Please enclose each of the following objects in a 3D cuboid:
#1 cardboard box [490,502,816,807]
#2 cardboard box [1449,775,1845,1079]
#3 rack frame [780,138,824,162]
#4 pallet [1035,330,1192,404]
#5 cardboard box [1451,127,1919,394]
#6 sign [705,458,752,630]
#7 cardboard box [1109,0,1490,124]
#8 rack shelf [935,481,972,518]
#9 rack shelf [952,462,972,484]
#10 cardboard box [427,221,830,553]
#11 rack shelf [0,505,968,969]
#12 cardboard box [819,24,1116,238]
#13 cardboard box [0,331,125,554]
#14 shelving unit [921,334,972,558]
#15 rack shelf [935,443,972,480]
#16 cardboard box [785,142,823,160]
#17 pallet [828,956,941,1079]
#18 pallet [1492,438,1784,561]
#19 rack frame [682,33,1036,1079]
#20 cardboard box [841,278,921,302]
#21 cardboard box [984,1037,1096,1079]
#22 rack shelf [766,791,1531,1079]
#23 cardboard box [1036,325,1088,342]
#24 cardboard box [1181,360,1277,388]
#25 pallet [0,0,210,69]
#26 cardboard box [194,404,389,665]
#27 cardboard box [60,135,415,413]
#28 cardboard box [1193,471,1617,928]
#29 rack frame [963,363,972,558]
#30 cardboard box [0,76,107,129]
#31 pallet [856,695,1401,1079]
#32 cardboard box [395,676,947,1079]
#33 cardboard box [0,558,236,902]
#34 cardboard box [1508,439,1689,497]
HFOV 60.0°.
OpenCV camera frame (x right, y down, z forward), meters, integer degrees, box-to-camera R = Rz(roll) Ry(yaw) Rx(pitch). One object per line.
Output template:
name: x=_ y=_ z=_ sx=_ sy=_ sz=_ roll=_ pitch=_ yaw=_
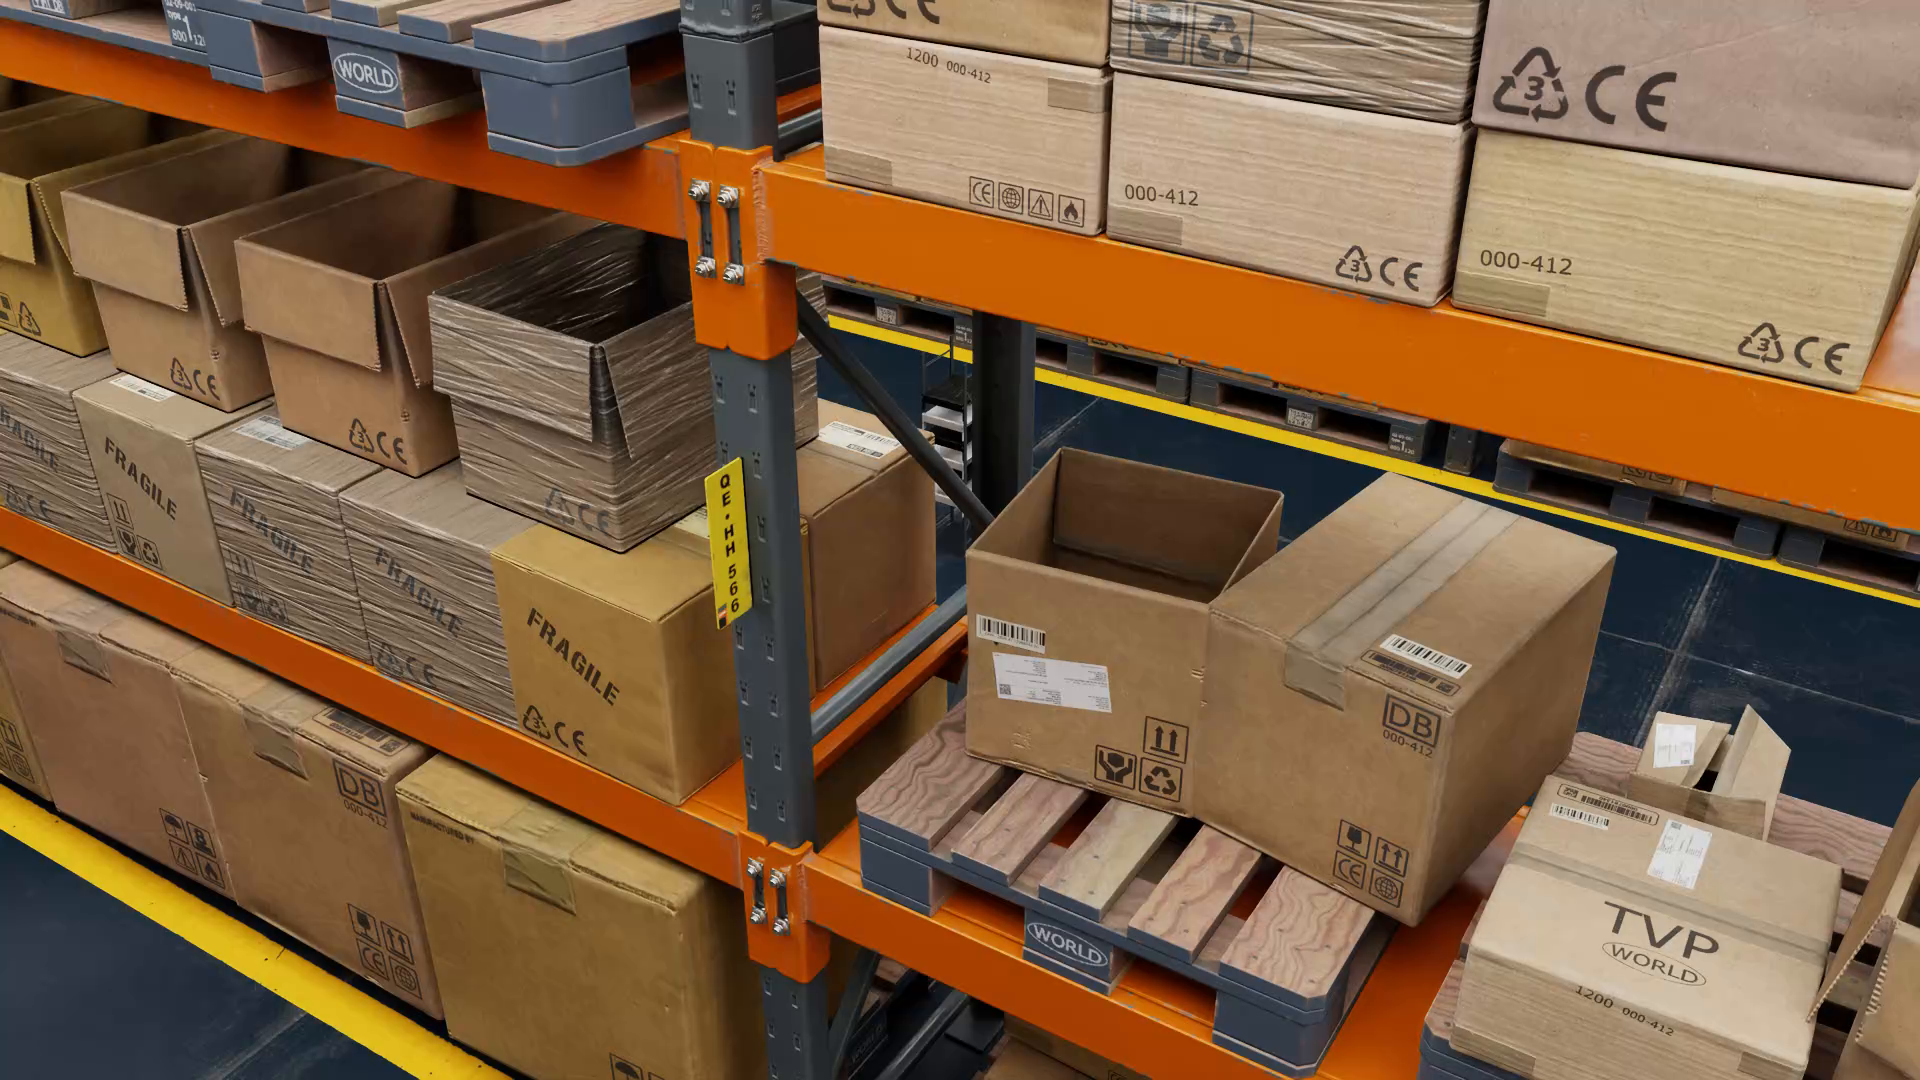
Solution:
cardboard box: x=-0.689 y=0.202 z=3.827 sx=0.500 sy=0.500 sz=0.500 roll=19 pitch=35 yaw=29
cardboard box: x=1.158 y=0.702 z=2.801 sx=0.500 sy=0.250 sz=0.500 roll=17 pitch=34 yaw=26
rack frame: x=-0.804 y=-2.890 z=9.226 sx=0.127 sy=3.000 sz=1.000 roll=18 pitch=35 yaw=27
pallet: x=0.893 y=-1.151 z=9.013 sx=1.213 sy=0.211 sz=1.003 roll=18 pitch=35 yaw=27
cardboard box: x=0.999 y=-0.453 z=2.222 sx=0.500 sy=0.250 sz=0.500 roll=18 pitch=35 yaw=28
sign: x=-0.431 y=0.009 z=3.108 sx=0.005 sy=0.325 sz=0.100 roll=18 pitch=35 yaw=27
cardboard box: x=0.550 y=-0.910 z=2.261 sx=0.500 sy=0.500 sz=0.500 roll=18 pitch=35 yaw=28
rack shelf: x=-0.007 y=-0.207 z=7.134 sx=0.200 sy=0.077 sz=0.258 roll=18 pitch=35 yaw=27
rack shelf: x=-0.007 y=-0.284 z=7.089 sx=0.200 sy=0.077 sz=0.258 roll=18 pitch=35 yaw=27
cardboard box: x=-0.749 y=-0.407 z=3.877 sx=0.637 sy=0.503 sz=0.797 roll=19 pitch=35 yaw=29
rack shelf: x=-1.833 y=0.047 z=4.907 sx=4.000 sy=0.370 sz=1.077 roll=18 pitch=35 yaw=27
cardboard box: x=0.124 y=-0.724 z=2.687 sx=0.500 sy=0.250 sz=0.500 roll=18 pitch=35 yaw=28
cardboard box: x=-2.420 y=-0.344 z=4.764 sx=0.500 sy=0.500 sz=0.500 roll=17 pitch=34 yaw=26
shelving unit: x=-0.007 y=-0.391 z=7.027 sx=0.210 sy=0.900 sz=0.258 roll=18 pitch=35 yaw=27
rack shelf: x=-0.007 y=-0.362 z=7.044 sx=0.200 sy=0.077 sz=0.258 roll=18 pitch=35 yaw=27
cardboard box: x=-0.986 y=-2.277 z=9.999 sx=0.250 sy=0.149 sz=0.380 roll=19 pitch=35 yaw=29
pallet: x=-0.766 y=1.233 z=4.927 sx=1.213 sy=0.211 sz=1.003 roll=18 pitch=35 yaw=27
pallet: x=3.211 y=-0.370 z=7.675 sx=1.213 sy=0.211 sz=1.003 roll=18 pitch=35 yaw=27
rack frame: x=-0.139 y=0.272 z=3.807 sx=0.127 sy=3.000 sz=1.000 roll=18 pitch=35 yaw=27
cardboard box: x=-0.319 y=-1.680 z=9.217 sx=0.500 sy=0.500 sz=0.500 roll=19 pitch=35 yaw=29
cardboard box: x=0.439 y=1.332 z=4.033 sx=0.500 sy=0.500 sz=0.700 roll=16 pitch=34 yaw=25
rack shelf: x=1.555 y=1.118 z=3.070 sx=4.000 sy=0.370 sz=1.077 roll=18 pitch=35 yaw=27
cardboard box: x=0.580 y=-1.405 z=8.745 sx=0.500 sy=0.500 sz=0.500 roll=18 pitch=35 yaw=28
cardboard box: x=1.450 y=-1.125 z=8.266 sx=0.500 sy=0.500 sz=0.500 roll=19 pitch=35 yaw=29
pallet: x=-1.661 y=-1.390 z=3.867 sx=1.213 sy=0.211 sz=1.003 roll=19 pitch=35 yaw=30
cardboard box: x=-1.549 y=-0.072 z=4.297 sx=0.500 sy=0.500 sz=0.500 roll=16 pitch=34 yaw=26
cardboard box: x=-1.871 y=-0.760 z=4.481 sx=0.637 sy=0.503 sz=0.797 roll=19 pitch=35 yaw=29
cardboard box: x=0.866 y=0.282 z=3.274 sx=0.500 sy=0.500 sz=0.700 roll=23 pitch=38 yaw=34
rack frame: x=0.079 y=-0.364 z=6.980 sx=0.006 sy=0.900 sz=0.240 roll=18 pitch=35 yaw=27
cardboard box: x=-2.981 y=-1.109 z=5.079 sx=0.637 sy=0.503 sz=0.797 roll=17 pitch=34 yaw=26
pallet: x=0.521 y=0.500 z=3.606 sx=1.003 sy=0.211 sz=1.213 roll=18 pitch=35 yaw=27
cardboard box: x=-0.712 y=0.814 z=4.569 sx=0.875 sy=0.875 sz=1.225 roll=16 pitch=34 yaw=25
cardboard box: x=-2.217 y=0.339 z=5.385 sx=0.875 sy=0.875 sz=1.225 roll=16 pitch=34 yaw=26
cardboard box: x=3.052 y=-0.826 z=7.505 sx=0.750 sy=0.750 sz=1.050 roll=17 pitch=34 yaw=27
